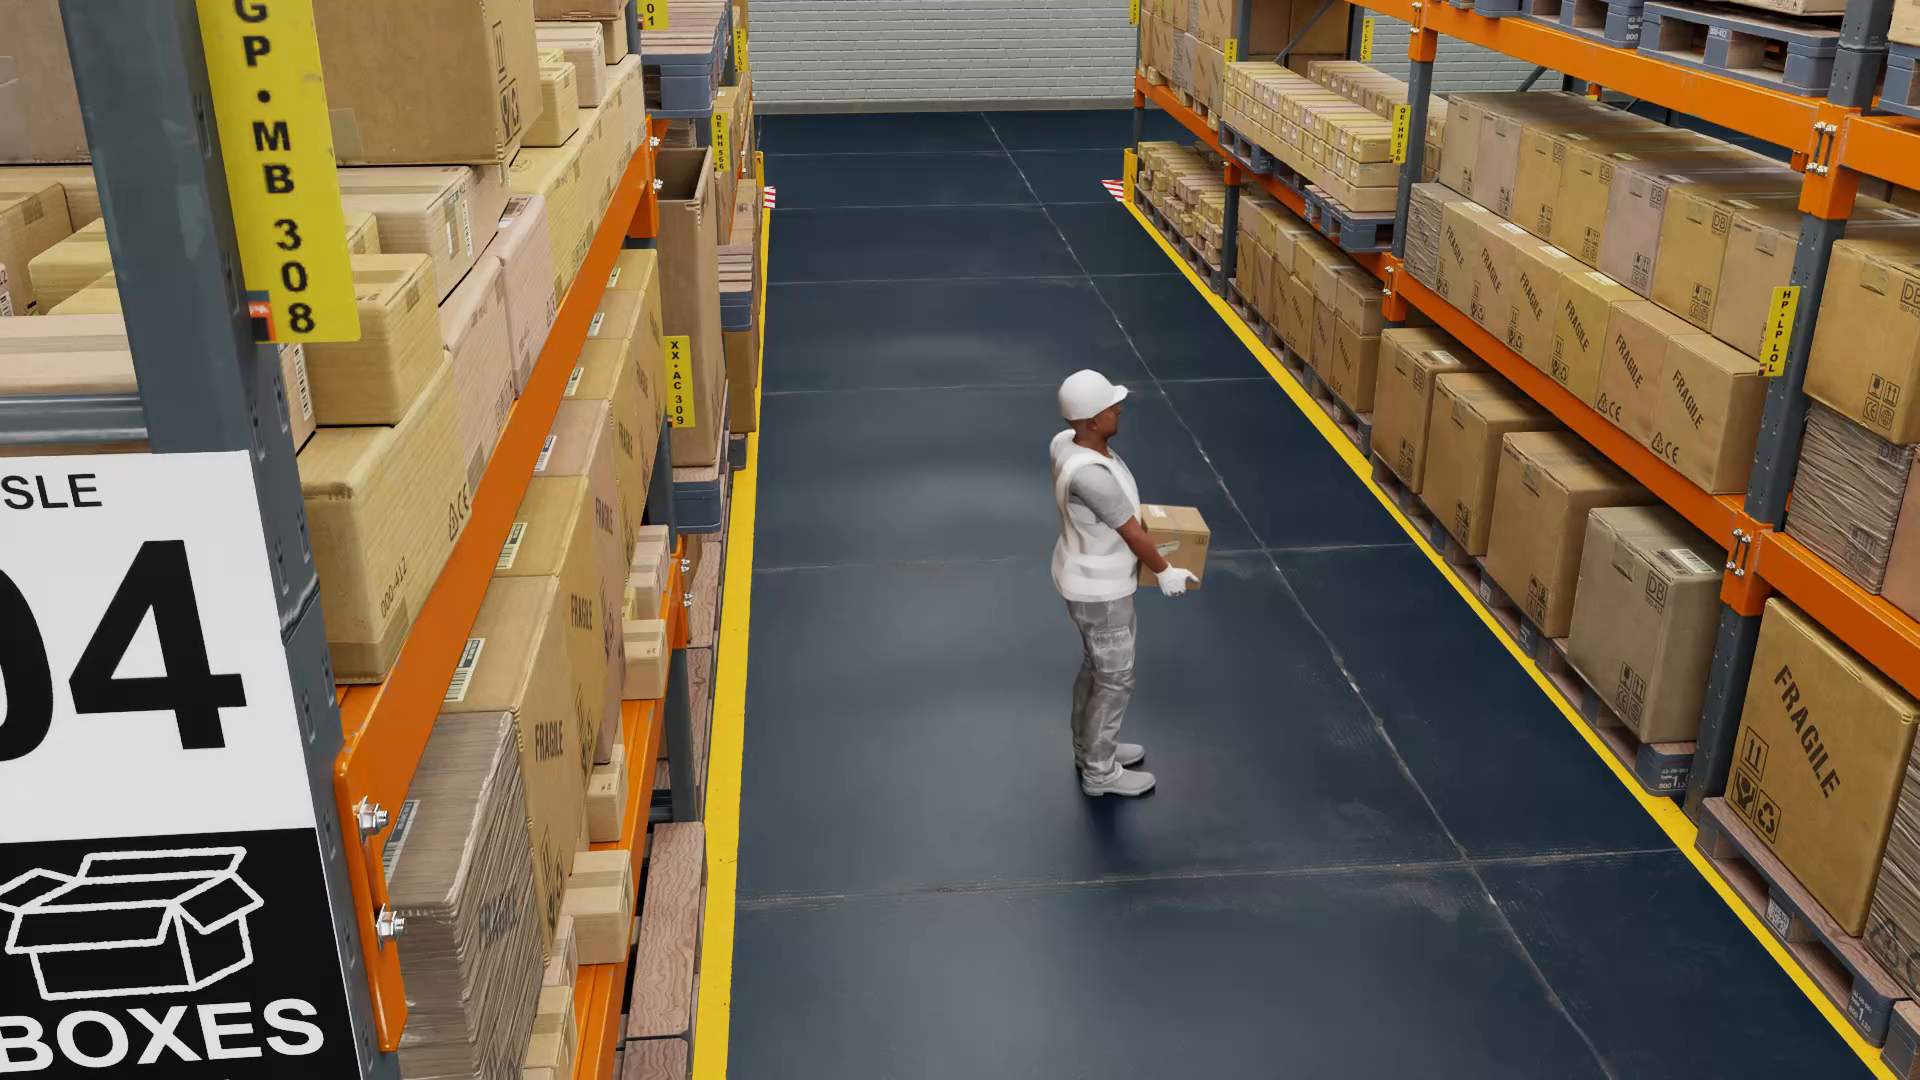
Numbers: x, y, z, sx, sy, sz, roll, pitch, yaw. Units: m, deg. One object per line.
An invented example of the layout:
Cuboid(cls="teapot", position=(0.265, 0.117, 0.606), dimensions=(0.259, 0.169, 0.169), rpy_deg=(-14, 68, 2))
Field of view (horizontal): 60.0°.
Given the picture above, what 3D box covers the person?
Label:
Cuboid(cls="person", position=(0.645, 0.171, 6.688), dimensions=(0.575, 1.777, 0.487), rpy_deg=(-2, 24, -5))
